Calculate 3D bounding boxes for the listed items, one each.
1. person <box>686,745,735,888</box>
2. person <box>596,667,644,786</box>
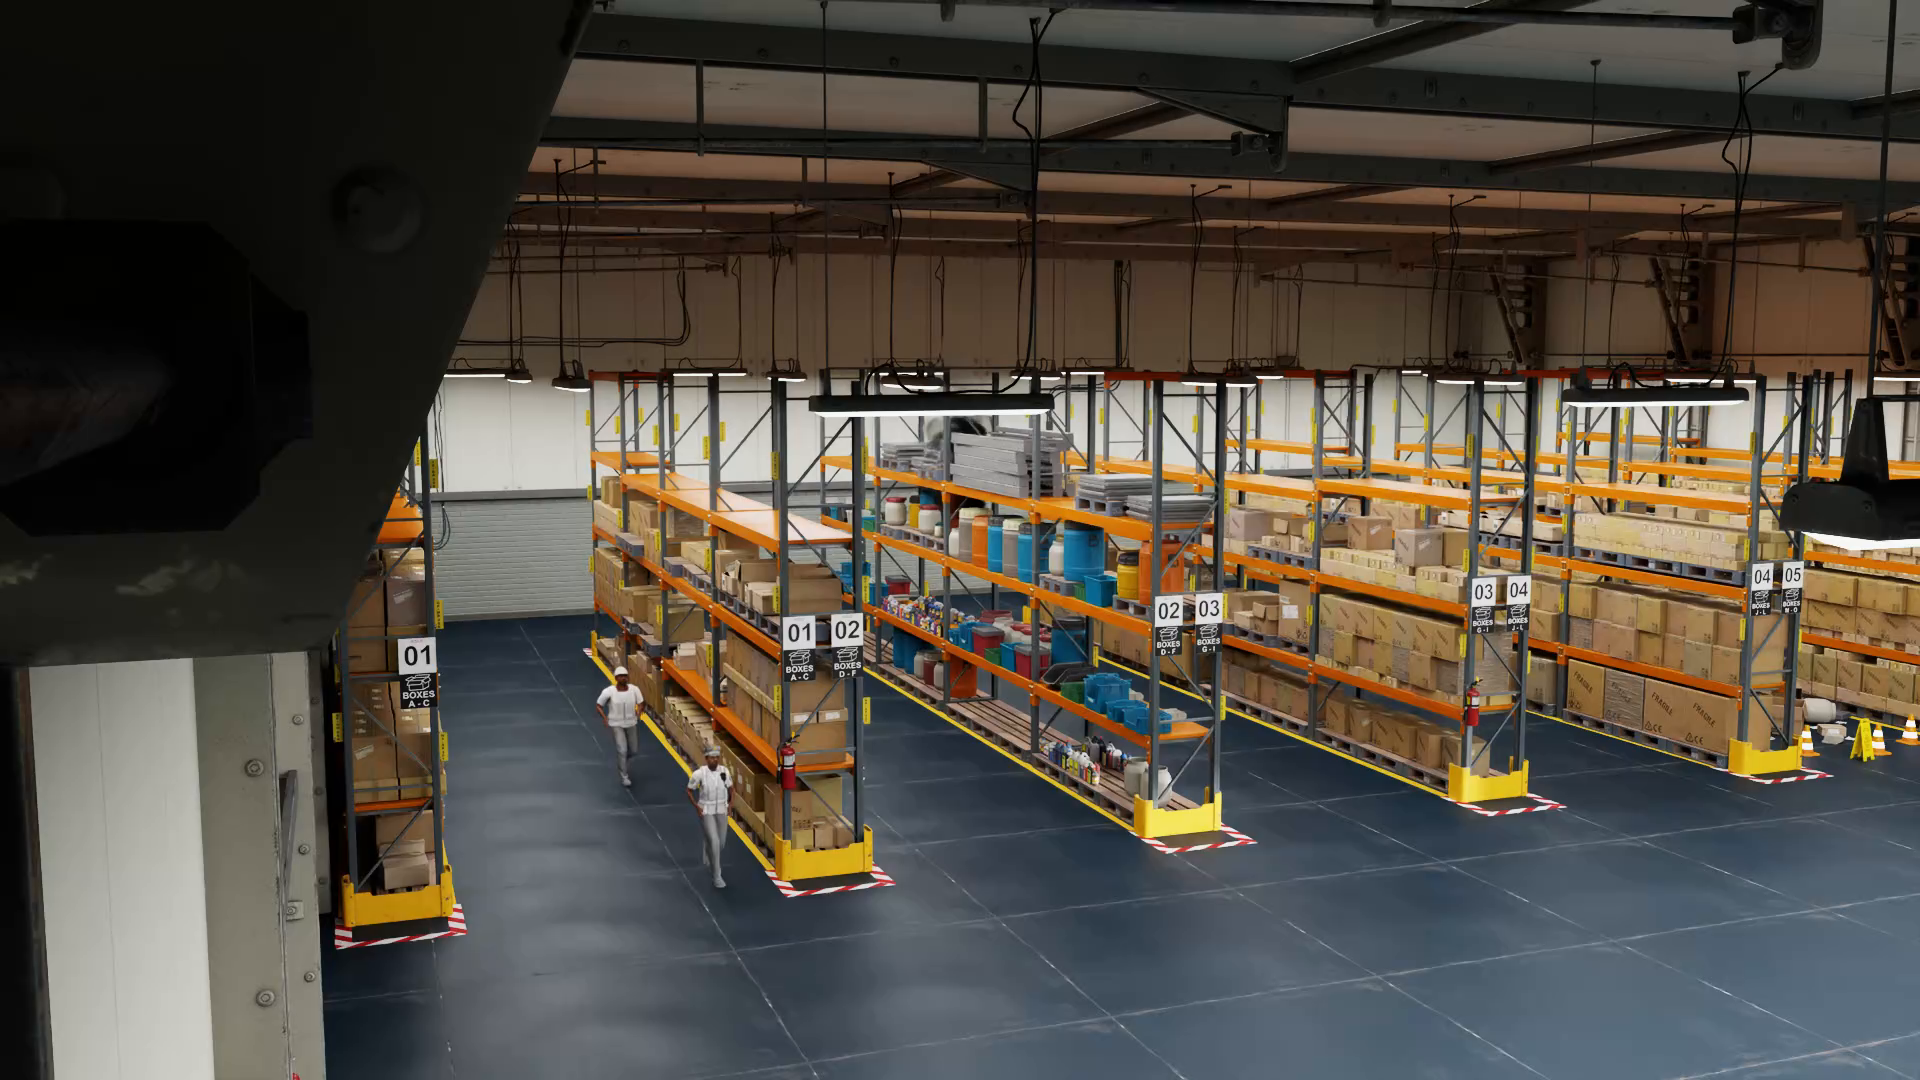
[{"bbox_3d":[-2.995,3.283,20.054,0.593,1.684,0.737,-4,7,-30],"label":"person"},{"bbox_3d":[-5.004,2.731,24.607,0.710,1.730,0.780,-3,7,-26],"label":"person"}]
